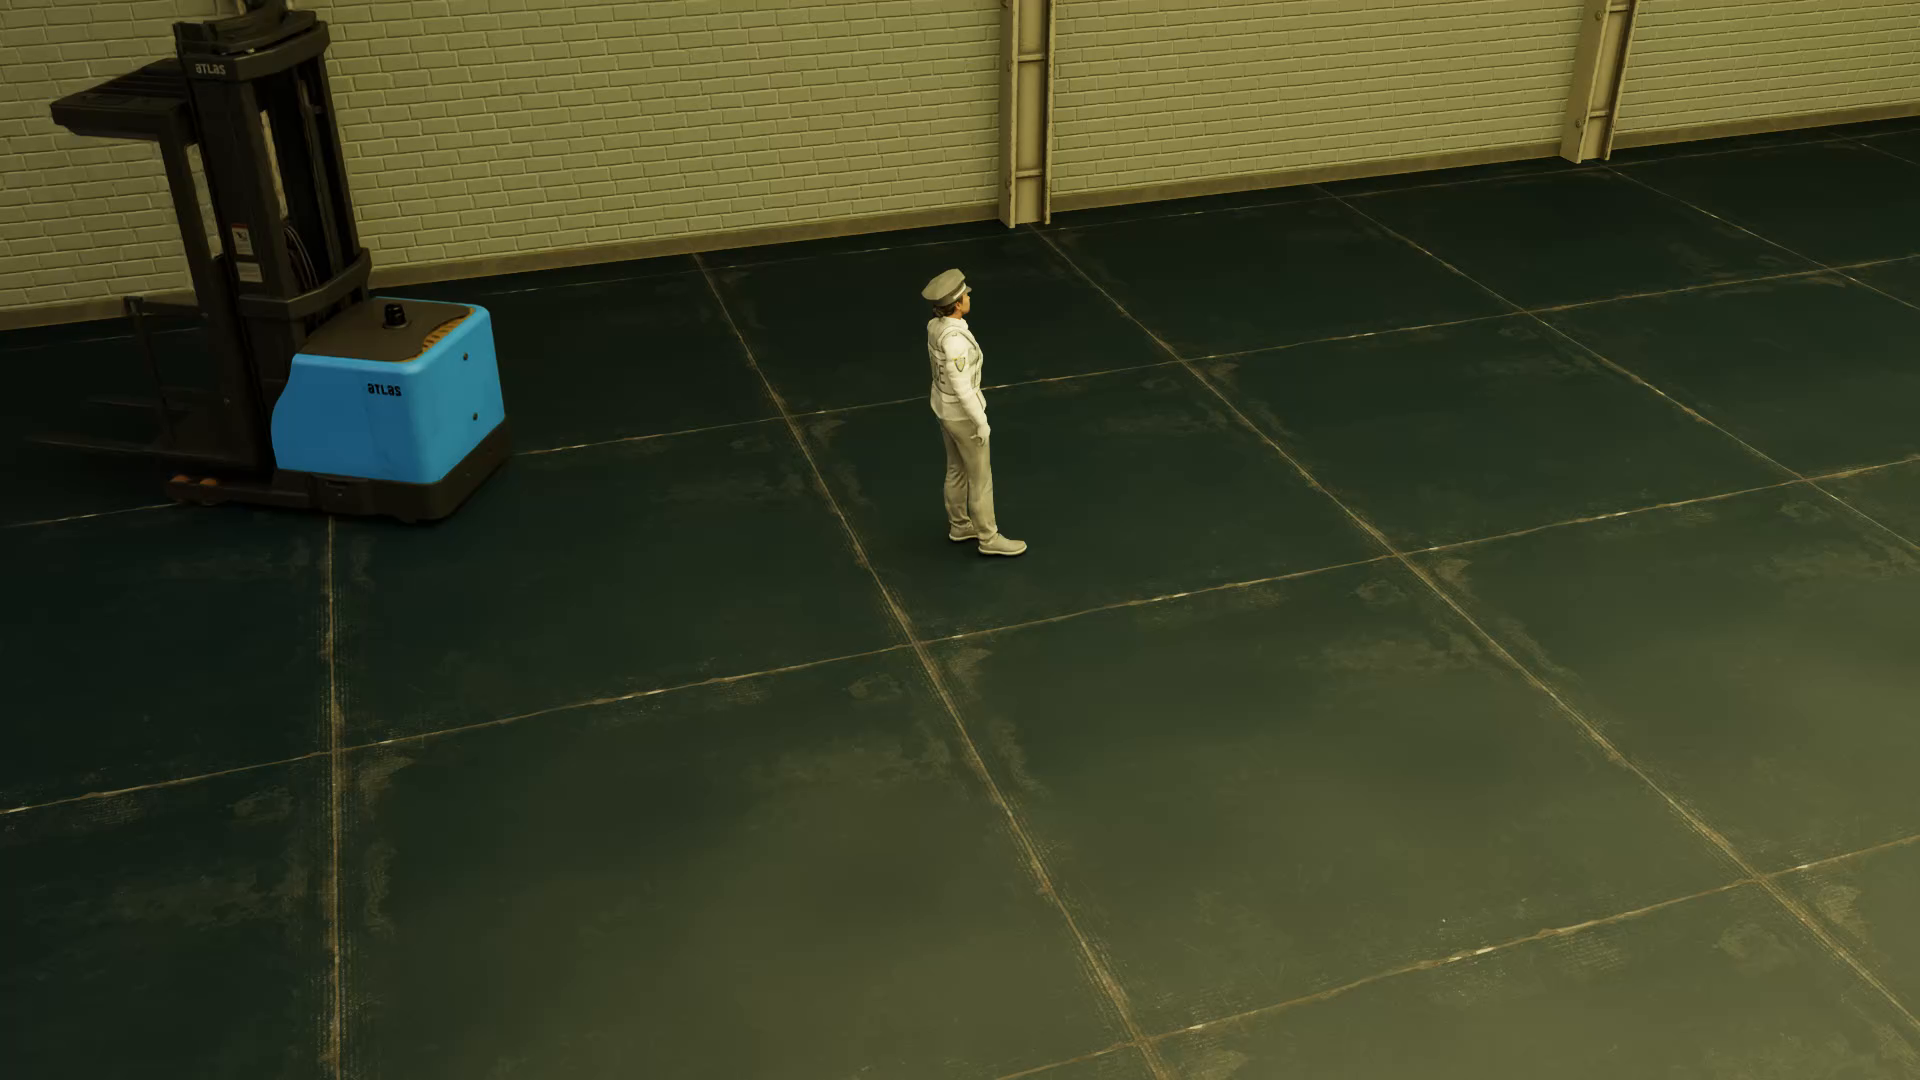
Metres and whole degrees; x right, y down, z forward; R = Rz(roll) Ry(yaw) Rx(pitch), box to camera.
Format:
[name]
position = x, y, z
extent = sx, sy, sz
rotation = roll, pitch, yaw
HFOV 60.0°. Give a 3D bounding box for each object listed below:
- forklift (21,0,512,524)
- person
[forklift]
position = -4.506, -1.735, 10.103
extent = 3.031, 2.935, 1.130
rotation = 6, 30, 11
[person]
position = 0.065, -0.748, 9.613
extent = 0.533, 1.696, 0.588
rotation = -10, 31, -16
